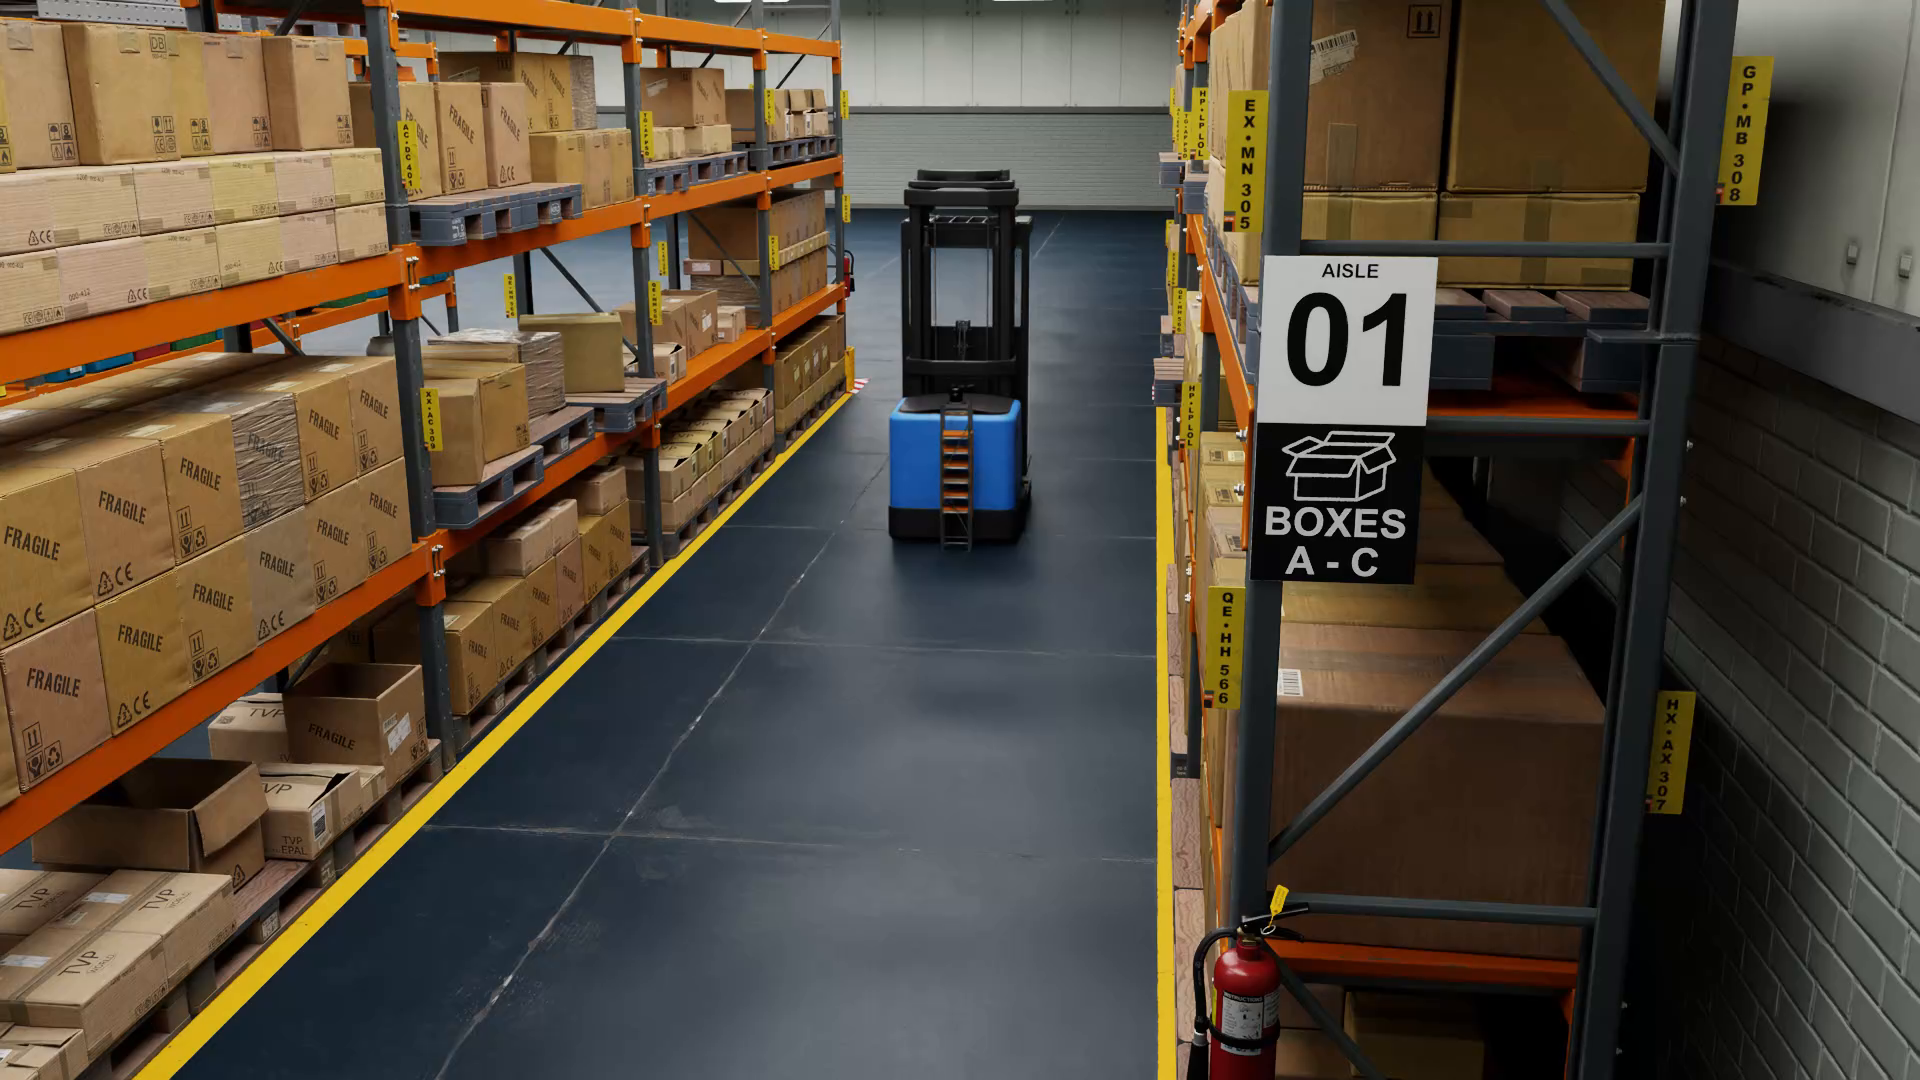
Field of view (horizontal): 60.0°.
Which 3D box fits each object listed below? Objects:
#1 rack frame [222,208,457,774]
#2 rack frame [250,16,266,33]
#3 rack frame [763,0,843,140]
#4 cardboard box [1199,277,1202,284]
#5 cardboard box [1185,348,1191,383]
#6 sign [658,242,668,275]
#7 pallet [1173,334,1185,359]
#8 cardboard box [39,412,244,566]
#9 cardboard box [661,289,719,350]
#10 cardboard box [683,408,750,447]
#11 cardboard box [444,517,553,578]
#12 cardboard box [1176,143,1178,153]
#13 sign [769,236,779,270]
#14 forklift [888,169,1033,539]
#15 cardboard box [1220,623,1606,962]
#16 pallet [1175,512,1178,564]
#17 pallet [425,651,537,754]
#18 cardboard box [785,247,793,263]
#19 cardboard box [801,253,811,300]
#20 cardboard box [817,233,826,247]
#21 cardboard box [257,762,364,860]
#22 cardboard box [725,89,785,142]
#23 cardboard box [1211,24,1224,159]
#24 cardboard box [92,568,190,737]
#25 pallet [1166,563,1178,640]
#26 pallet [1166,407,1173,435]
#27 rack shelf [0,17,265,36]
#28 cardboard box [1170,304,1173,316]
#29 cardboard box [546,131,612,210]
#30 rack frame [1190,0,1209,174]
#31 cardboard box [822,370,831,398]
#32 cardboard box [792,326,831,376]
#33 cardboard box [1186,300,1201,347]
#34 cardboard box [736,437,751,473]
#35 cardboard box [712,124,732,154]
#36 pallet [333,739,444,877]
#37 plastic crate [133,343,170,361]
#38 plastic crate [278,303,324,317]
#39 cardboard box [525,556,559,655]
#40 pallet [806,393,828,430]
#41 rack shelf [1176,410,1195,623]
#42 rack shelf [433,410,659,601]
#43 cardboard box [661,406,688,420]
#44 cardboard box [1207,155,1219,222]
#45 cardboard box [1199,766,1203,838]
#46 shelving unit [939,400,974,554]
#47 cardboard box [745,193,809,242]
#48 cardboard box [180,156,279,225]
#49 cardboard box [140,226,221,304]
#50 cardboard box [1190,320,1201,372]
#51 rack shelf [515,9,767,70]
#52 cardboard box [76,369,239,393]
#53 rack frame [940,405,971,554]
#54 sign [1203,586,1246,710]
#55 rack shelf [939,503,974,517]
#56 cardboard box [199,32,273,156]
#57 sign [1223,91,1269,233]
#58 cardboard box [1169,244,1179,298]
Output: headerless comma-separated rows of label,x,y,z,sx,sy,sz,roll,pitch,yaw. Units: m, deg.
rack frame,-3.258,-0.214,8.706,1.000,3.000,0.127,2,15,6
rack frame,-7.277,-5.332,16.140,1.000,3.000,0.127,2,15,6
rack frame,-1.904,-6.222,19.433,1.000,3.000,0.127,2,15,6
cardboard box,2.362,-1.957,14.118,0.700,0.500,0.500,4,16,14
cardboard box,1.681,-0.925,10.537,0.500,0.500,0.500,2,15,6
sign,-2.907,-2.761,16.315,0.100,0.325,0.005,2,15,6
pallet,2.298,-1.528,13.935,1.003,0.211,1.213,2,15,6
cardboard box,-3.228,-0.212,6.592,0.500,0.500,0.500,2,15,6
cardboard box,-2.518,-2.002,15.126,0.500,0.500,0.500,3,15,10
cardboard box,-2.228,-1.057,15.213,0.500,0.311,0.500,2,15,6
cardboard box,-2.849,0.041,10.274,0.500,0.250,0.500,2,15,6
cardboard box,2.473,-4.064,16.967,0.500,0.500,0.500,1,15,4
sign,-1.815,-2.796,16.189,0.100,0.325,0.005,2,15,6
forklift,0.067,-1.754,14.535,1.130,2.935,3.031,1,15,5
cardboard box,1.260,0.691,4.785,0.980,0.700,0.700,2,15,9
pallet,2.205,0.037,13.120,1.003,0.211,1.213,2,15,6
pallet,-3.204,0.920,9.855,1.003,0.211,1.213,2,15,6
cardboard box,-1.992,-3.048,17.755,0.380,0.149,0.250,1,15,5
cardboard box,-2.086,-2.989,18.777,0.700,0.500,0.500,2,15,7
cardboard box,-1.786,-3.515,19.480,0.380,0.149,0.250,2,15,8
cardboard box,-3.125,1.222,7.703,0.500,0.311,0.500,2,15,6
cardboard box,-2.037,-4.178,16.356,0.500,0.500,0.500,3,15,11
cardboard box,1.253,-1.747,6.486,0.500,0.500,0.500,1,15,5
cardboard box,-3.285,0.404,6.230,0.500,0.500,0.500,2,15,6
pallet,1.952,0.442,11.623,1.003,0.211,1.213,2,15,6
pallet,2.743,-1.290,18.029,1.003,0.211,1.213,2,15,6
rack shelf,-7.503,-4.272,14.367,1.077,0.370,4.000,2,15,6
cardboard box,2.319,-2.213,16.348,0.500,0.250,0.500,2,15,6
cardboard box,-2.880,-2.501,11.227,0.910,0.500,0.500,2,15,6
rack frame,2.115,-4.002,11.224,1.000,3.000,0.127,2,15,6
cardboard box,-1.770,-1.794,19.013,0.500,0.250,0.500,2,15,6
cardboard box,-1.767,-2.156,18.915,0.500,0.500,0.500,2,15,6
cardboard box,1.748,-1.420,10.932,0.500,0.250,0.500,1,15,5
cardboard box,-2.231,-0.784,15.279,0.500,0.250,0.500,2,15,8
cardboard box,-2.435,-3.707,15.363,0.500,0.250,0.500,3,15,12
pallet,-3.337,1.310,8.412,1.003,0.211,1.213,2,15,6
plastic crate,-7.242,-1.839,14.594,0.402,0.464,0.583,2,15,6
plastic crate,-7.092,-2.538,17.419,0.767,0.338,0.504,2,15,6
cardboard box,-2.849,0.394,10.404,0.500,0.500,0.500,2,15,7
pallet,-2.089,-1.465,18.675,1.003,0.211,1.213,2,15,6
rack shelf,1.890,-0.240,10.182,1.077,0.370,4.000,2,15,6
rack shelf,-3.033,-0.385,10.718,1.077,0.370,4.000,2,15,6
cardboard box,-2.769,-1.071,15.265,0.500,0.311,0.500,1,15,4
cardboard box,1.252,-1.392,6.609,0.500,0.250,0.500,1,15,5
cardboard box,1.478,1.126,7.736,0.700,0.500,0.500,2,15,7
shelving unit,-0.027,-0.498,13.207,0.258,1.200,0.189,1,15,5
cardboard box,-2.086,-3.599,18.548,0.700,0.500,0.500,2,15,6
cardboard box,-3.162,-1.437,6.814,0.500,0.250,0.500,2,15,6
cardboard box,-3.225,-1.067,6.401,0.500,0.250,0.500,2,15,6
cardboard box,1.644,-1.158,9.961,0.500,0.250,0.500,1,15,5
rack shelf,-2.581,-4.126,13.824,1.077,0.370,4.000,2,15,6
cardboard box,-3.649,-0.497,7.646,0.500,0.500,0.500,1,15,5
rack frame,-0.035,-0.475,13.119,0.240,1.200,0.006,1,15,5
sign,0.675,0.276,4.224,0.100,0.325,0.005,2,15,6
rack shelf,-0.027,-0.224,13.281,0.258,0.103,0.180,1,15,5
cardboard box,-3.473,-1.940,7.236,0.700,0.500,0.500,2,15,6
sign,0.675,-0.888,3.909,0.100,0.325,0.005,2,15,6
cardboard box,2.364,-2.704,16.729,0.500,0.500,0.500,2,15,6
